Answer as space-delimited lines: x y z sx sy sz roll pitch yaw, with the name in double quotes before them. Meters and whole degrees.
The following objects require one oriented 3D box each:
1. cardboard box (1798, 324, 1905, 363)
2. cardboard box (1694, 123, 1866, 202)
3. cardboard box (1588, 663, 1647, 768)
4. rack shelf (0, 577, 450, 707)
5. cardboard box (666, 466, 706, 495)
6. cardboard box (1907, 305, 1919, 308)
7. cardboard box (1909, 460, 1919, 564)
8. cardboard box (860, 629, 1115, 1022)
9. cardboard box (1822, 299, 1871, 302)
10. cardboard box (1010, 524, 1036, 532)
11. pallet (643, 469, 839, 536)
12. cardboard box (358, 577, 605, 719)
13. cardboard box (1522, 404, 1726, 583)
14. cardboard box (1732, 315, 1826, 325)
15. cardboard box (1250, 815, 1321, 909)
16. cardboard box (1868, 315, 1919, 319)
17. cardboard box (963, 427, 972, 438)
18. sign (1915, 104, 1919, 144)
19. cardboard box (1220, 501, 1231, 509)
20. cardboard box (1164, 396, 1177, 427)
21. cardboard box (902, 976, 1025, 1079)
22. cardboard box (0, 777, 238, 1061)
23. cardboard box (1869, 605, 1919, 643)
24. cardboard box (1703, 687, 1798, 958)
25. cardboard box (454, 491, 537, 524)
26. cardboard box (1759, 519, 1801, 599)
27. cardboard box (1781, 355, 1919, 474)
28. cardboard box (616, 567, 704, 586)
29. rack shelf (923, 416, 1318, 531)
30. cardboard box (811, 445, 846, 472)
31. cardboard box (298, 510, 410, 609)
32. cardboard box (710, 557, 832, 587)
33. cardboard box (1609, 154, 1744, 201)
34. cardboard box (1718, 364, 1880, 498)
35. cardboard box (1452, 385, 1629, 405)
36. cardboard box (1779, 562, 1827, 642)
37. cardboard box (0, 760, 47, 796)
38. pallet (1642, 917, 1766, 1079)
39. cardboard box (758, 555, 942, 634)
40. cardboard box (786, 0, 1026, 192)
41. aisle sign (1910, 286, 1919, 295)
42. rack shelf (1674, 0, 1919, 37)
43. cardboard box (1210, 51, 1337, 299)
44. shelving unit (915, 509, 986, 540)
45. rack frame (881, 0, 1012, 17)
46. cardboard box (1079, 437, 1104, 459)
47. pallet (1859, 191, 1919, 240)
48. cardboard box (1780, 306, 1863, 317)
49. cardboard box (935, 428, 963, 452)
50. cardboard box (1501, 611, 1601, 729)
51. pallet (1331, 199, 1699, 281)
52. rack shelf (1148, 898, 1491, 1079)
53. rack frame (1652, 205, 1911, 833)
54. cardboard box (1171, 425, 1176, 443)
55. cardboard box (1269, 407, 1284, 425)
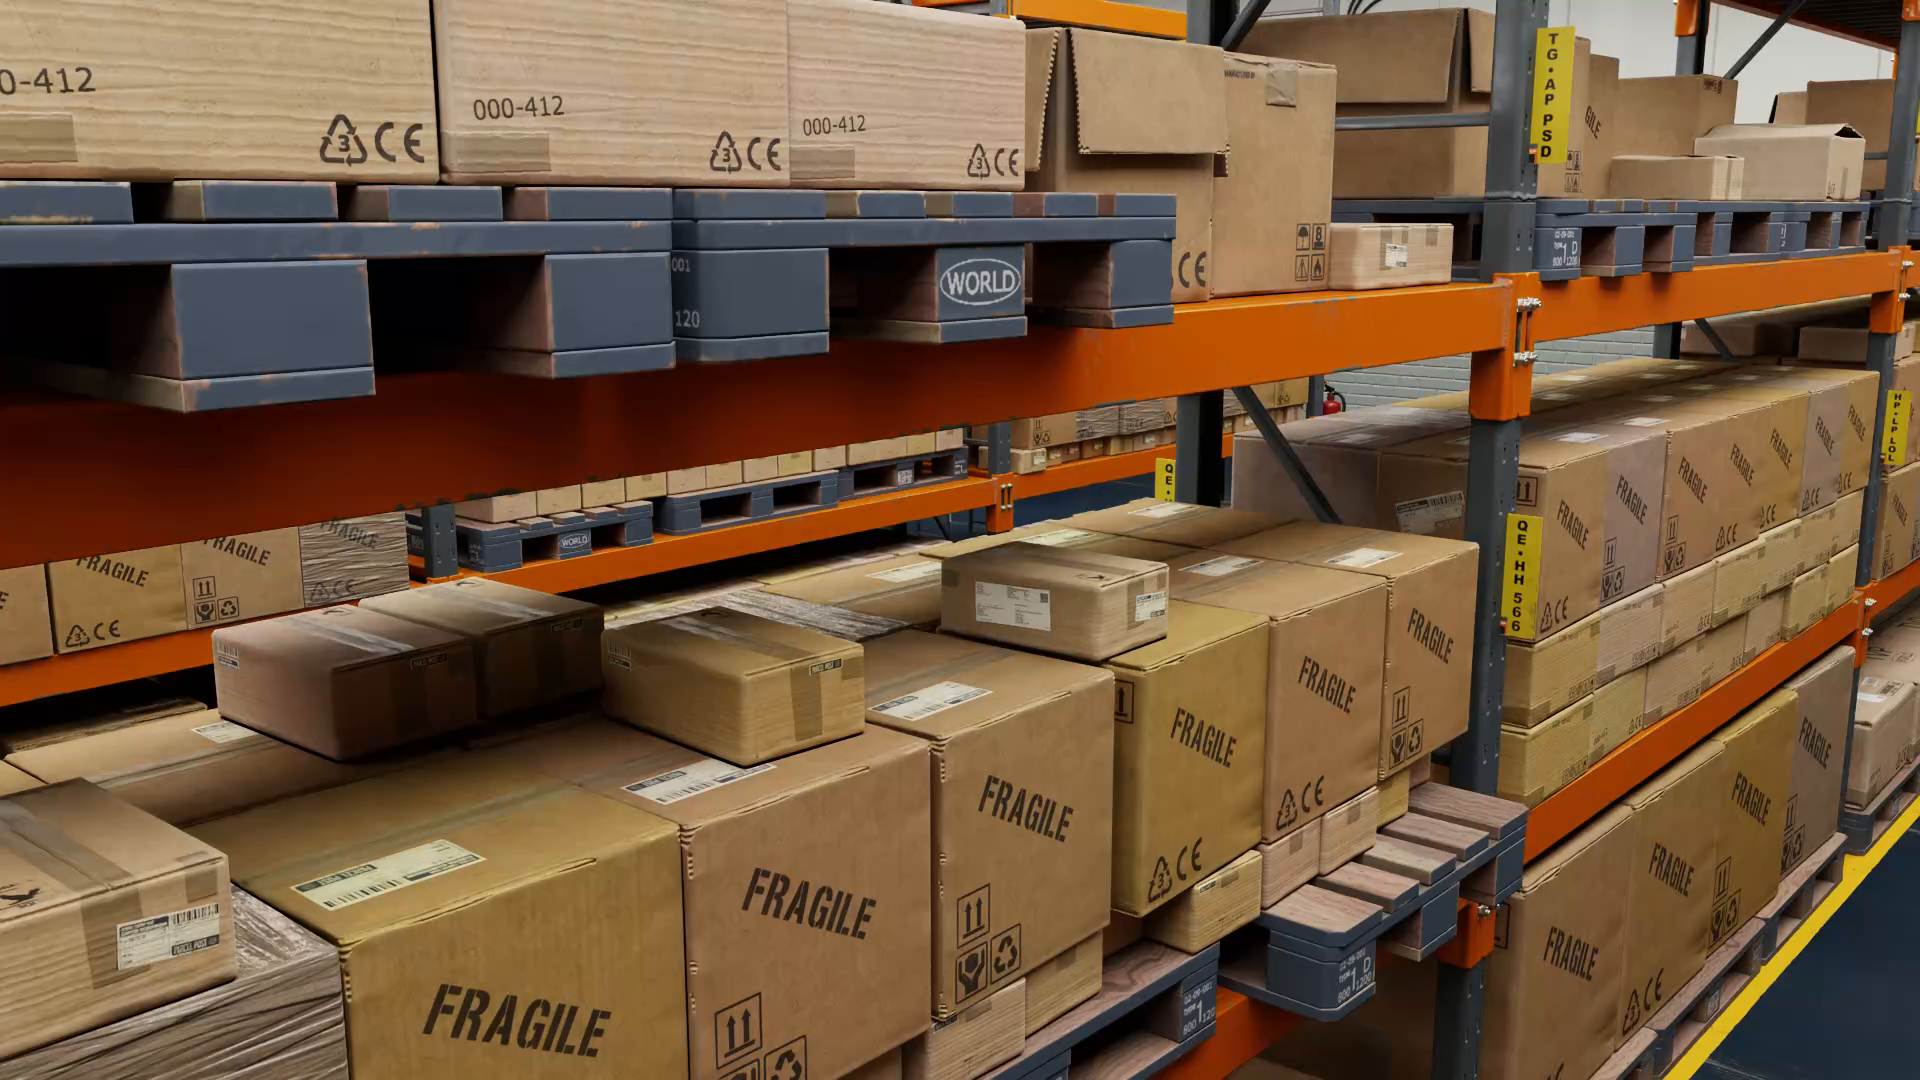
"cardboard box" 4.097 -0.903 7.647 0.380 0.149 0.250 9 15 40
"cardboard box" 3.270 -1.509 6.643 0.500 0.311 0.500 10 15 40
"cardboard box" 1.891 0.512 5.410 0.500 0.250 0.500 9 15 39
"rack shelf" -4.052 0.578 6.535 1.077 0.370 4.000 10 15 40
"cardboard box" -1.579 -0.350 8.914 0.380 0.149 0.250 10 15 42
"cardboard box" 5.446 -1.205 9.160 0.380 0.149 0.250 10 15 42
"cardboard box" 4.535 -0.190 8.288 0.500 0.500 0.500 10 15 41
"cardboard box" -0.065 0.490 3.051 0.500 0.500 0.500 9 14 38
"cardboard box" 5.354 -1.350 9.885 0.380 0.149 0.250 9 14 39
"cardboard box" 0.585 -0.003 12.296 0.380 0.149 0.250 9 14 38
"pallet" -1.456 -0.272 9.441 1.003 0.211 1.213 10 15 40
"cardboard box" -0.844 0.182 2.937 0.380 0.149 0.250 9 14 38
"cardboard box" 2.236 -0.173 5.648 0.500 0.500 0.500 10 15 42
"cardboard box" 4.085 -1.037 8.317 0.380 0.149 0.250 10 15 40
"cardboard box" 0.586 0.680 3.758 0.380 0.149 0.250 9 14 38
"cardboard box" 4.798 -1.050 8.382 0.380 0.149 0.250 9 15 39
"cardboard box" 0.016 -0.960 11.384 0.500 0.500 0.500 10 15 40
"sign" 4.108 -1.843 7.035 0.100 0.325 0.005 10 15 40
"cardboard box" 2.181 -0.206 13.308 0.380 0.149 0.250 10 15 41
"cardboard box" 1.437 -1.119 12.177 0.500 0.500 0.500 11 16 43
"cardboard box" -0.104 0.833 2.989 0.380 0.149 0.250 11 15 42
"cardboard box" -1.011 0.402 1.835 0.380 0.149 0.250 10 15 40
"cardboard box" 5.376 0.675 9.680 0.875 0.438 0.875 10 15 42
"cardboard box" 2.754 1.039 6.742 0.875 0.875 0.875 10 15 42
"cardboard box" -2.285 -0.192 8.120 0.380 0.149 0.250 10 15 40
"cardboard box" 2.923 0.044 6.479 0.500 0.250 0.500 10 15 42
"cardboard box" 4.190 -0.611 7.840 0.500 0.500 0.500 10 15 41
"cardboard box" -1.805 0.300 9.484 0.500 0.250 0.500 10 15 42
"rack shelf" 1.229 -0.599 12.428 1.077 0.370 4.000 10 15 40
"cardboard box" -0.887 -0.503 9.680 0.380 0.149 0.250 9 14 38
"cardboard box" -2.827 -0.017 7.422 0.500 0.500 0.500 10 15 40
"cardboard box" -1.081 0.290 9.533 0.500 0.250 0.500 9 14 38
"cardboard box" 2.558 -1.297 5.952 0.250 0.166 0.380 -11 15 -43
"cardboard box" 3.587 -0.474 7.155 0.500 0.500 0.500 10 15 42
"cardboard box" 2.203 -0.315 6.363 0.500 0.500 0.500 9 15 39
"cardboard box" 3.250 0.214 6.901 0.500 0.250 0.500 9 15 40
"cardboard box" -1.455 0.646 2.270 0.500 0.500 0.500 9 15 39
"pallet" 2.436 1.639 6.507 1.003 0.211 1.213 10 15 40
"cardboard box" -0.102 0.348 3.762 0.500 0.500 0.500 10 15 41
"cardboard box" -0.251 -0.645 2.471 0.500 0.250 0.500 10 15 40
"aisle sign" 6.164 -1.944 10.687 0.394 0.787 0.004 10 15 40
"rack shelf" 2.373 -2.131 5.803 1.077 0.370 4.000 10 15 40
"cardboard box" 0.420 -0.826 3.812 0.700 0.500 0.500 10 15 40
"shelving unit" -0.004 -0.734 15.098 0.431 1.500 0.755 10 15 40
"rack frame" -0.091 -3.599 10.296 1.000 3.000 0.127 10 15 40
"cardboard box" 0.776 -0.667 11.570 0.380 0.149 0.250 9 14 38
"pallet" 4.242 -1.579 8.065 1.003 0.211 1.213 10 15 40
"cardboard box" 4.700 -1.194 9.107 0.380 0.149 0.250 10 15 40
"cardboard box" -0.205 -0.656 10.447 0.380 0.149 0.250 9 15 39
"cardboard box" 1.573 0.342 4.987 0.500 0.250 0.500 10 15 40
"pallet" 1.438 -0.924 5.041 1.213 0.211 1.003 11 16 43
"rack shelf" -0.267 1.203 3.405 1.077 0.370 4.000 10 15 40
"rack frame" 3.694 -0.032 7.754 1.000 3.000 0.127 10 15 40
"cardboard box" 1.467 -0.819 12.334 0.380 0.149 0.250 10 15 41
"cardboard box" 2.354 -1.007 13.273 0.380 0.149 0.250 10 15 40
